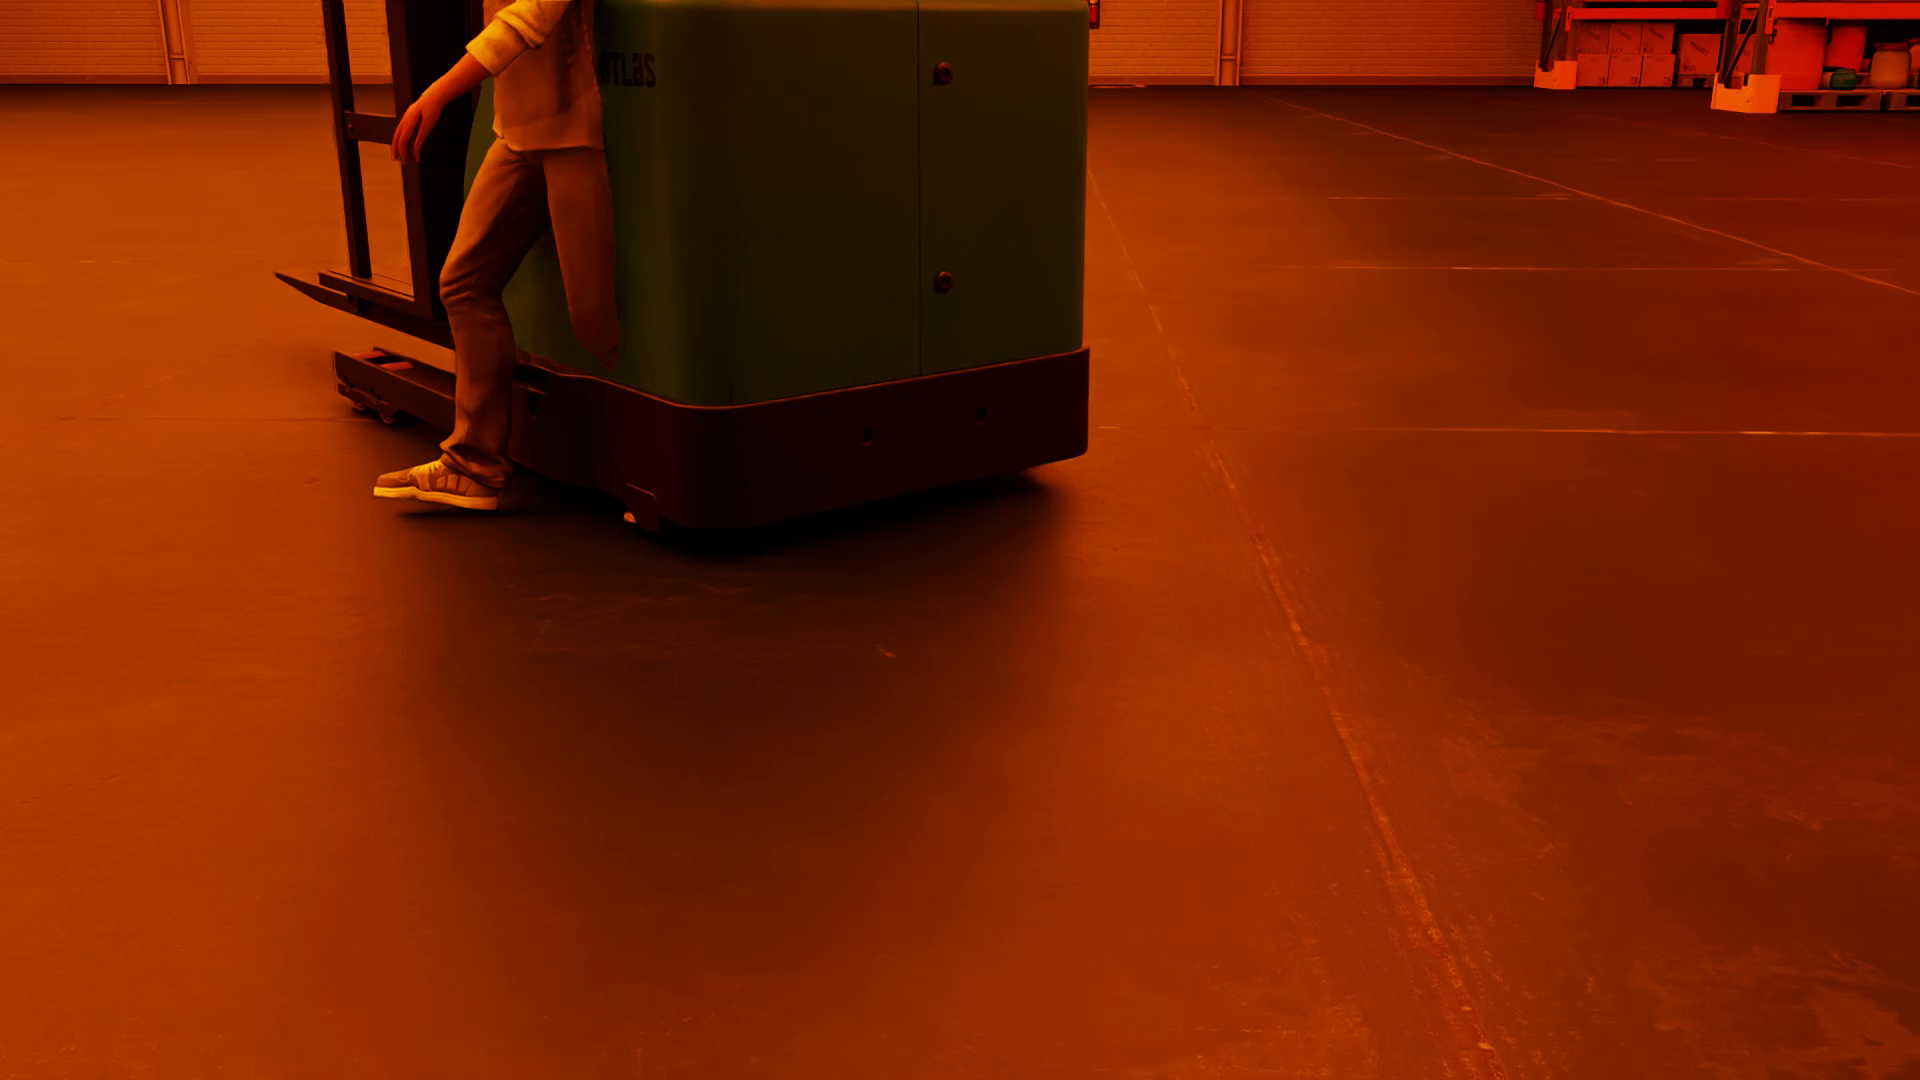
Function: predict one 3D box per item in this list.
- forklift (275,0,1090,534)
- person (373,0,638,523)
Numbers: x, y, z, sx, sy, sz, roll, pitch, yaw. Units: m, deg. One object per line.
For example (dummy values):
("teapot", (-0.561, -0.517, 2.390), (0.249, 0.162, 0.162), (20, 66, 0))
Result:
("forklift", (-1.030, -1.783, 4.170), (1.130, 2.935, 3.031), (-14, 22, -37))
("person", (-0.846, -0.790, 3.344), (0.721, 1.556, 0.589), (-10, 20, -28))
